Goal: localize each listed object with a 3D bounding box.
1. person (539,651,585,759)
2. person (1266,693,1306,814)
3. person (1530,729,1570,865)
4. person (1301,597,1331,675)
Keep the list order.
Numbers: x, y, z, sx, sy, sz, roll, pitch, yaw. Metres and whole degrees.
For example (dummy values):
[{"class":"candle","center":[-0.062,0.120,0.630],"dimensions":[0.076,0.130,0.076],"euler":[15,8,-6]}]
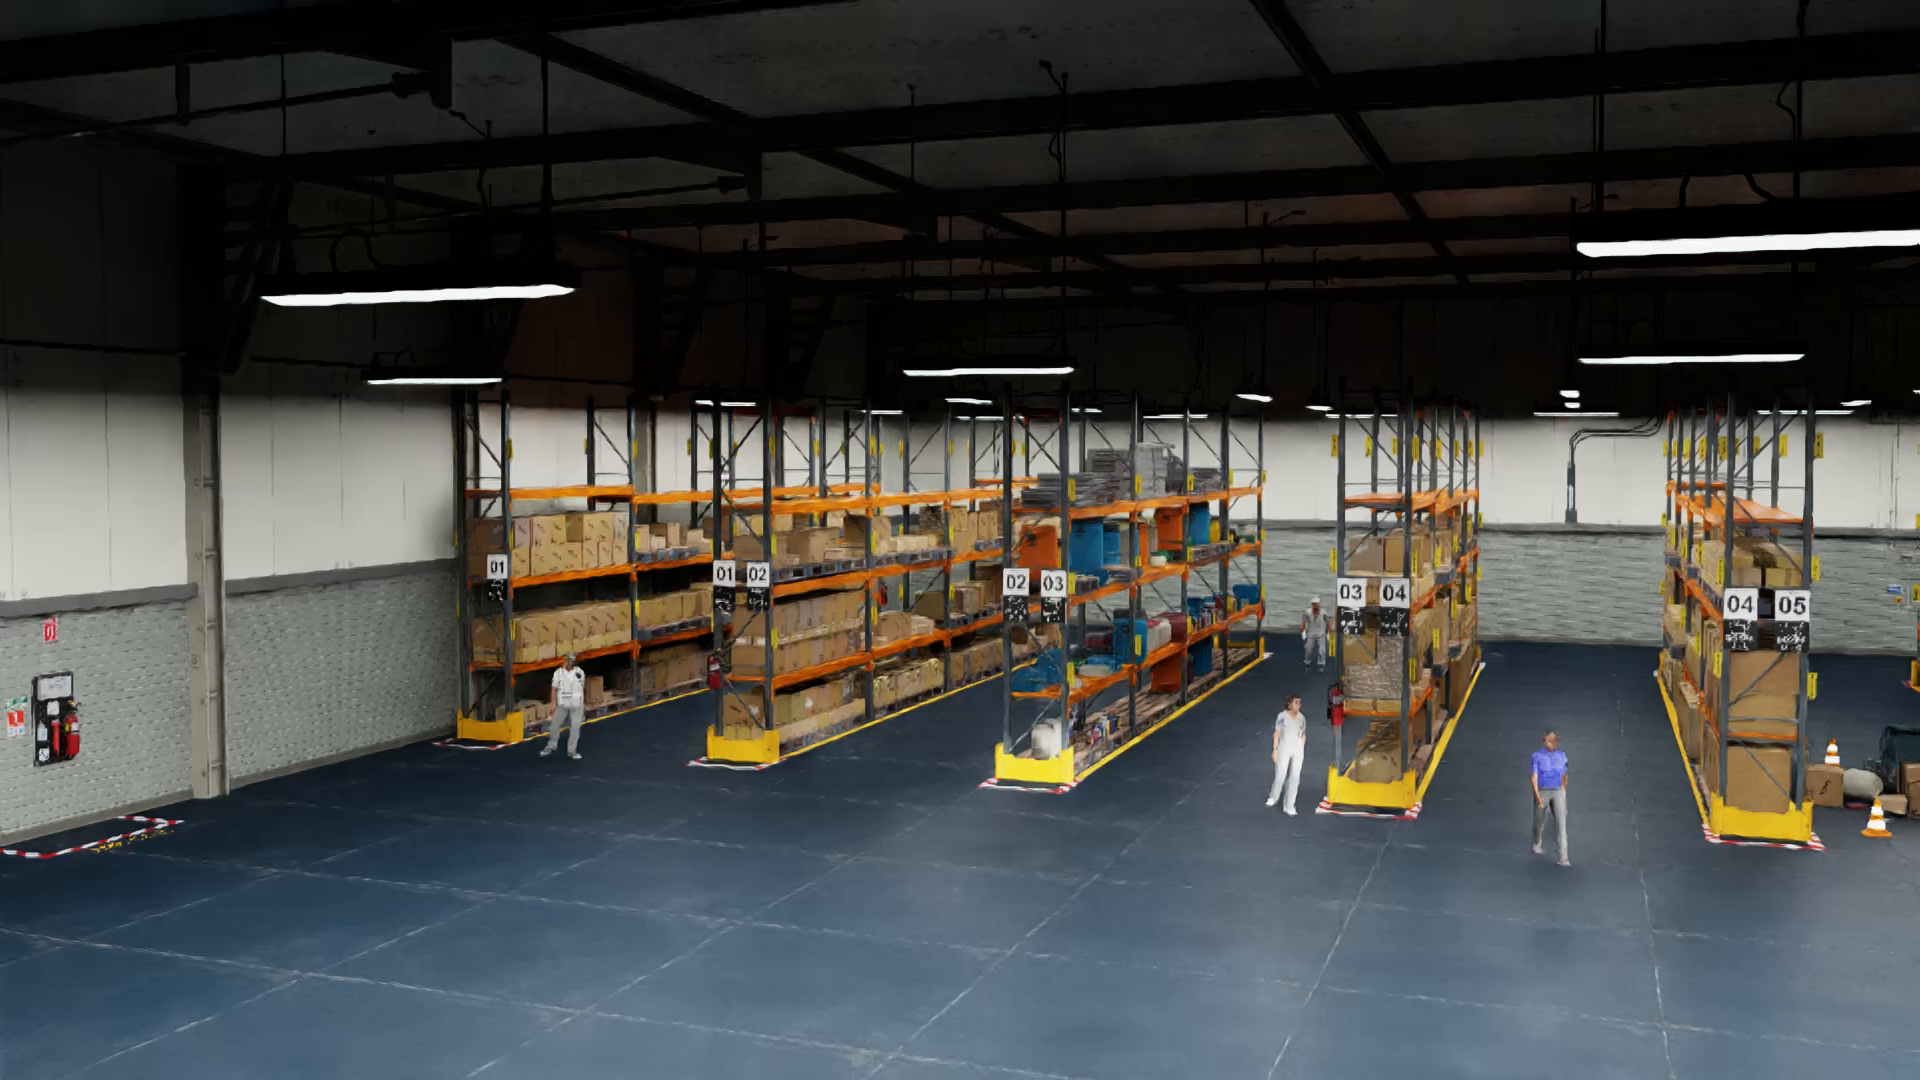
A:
[{"class":"person","center":[-6.417,2.660,26.836],"dimensions":[0.730,1.731,0.557],"euler":[-1,3,-21]},{"class":"person","center":[4.492,2.914,22.903],"dimensions":[0.509,1.662,0.529],"euler":[-1,3,-11]},{"class":"person","center":[7.130,3.081,20.151],"dimensions":[0.443,1.587,0.996],"euler":[1,3,12]},{"class":"person","center":[7.856,2.118,36.731],"dimensions":[0.677,1.742,0.552],"euler":[1,3,19]}]
